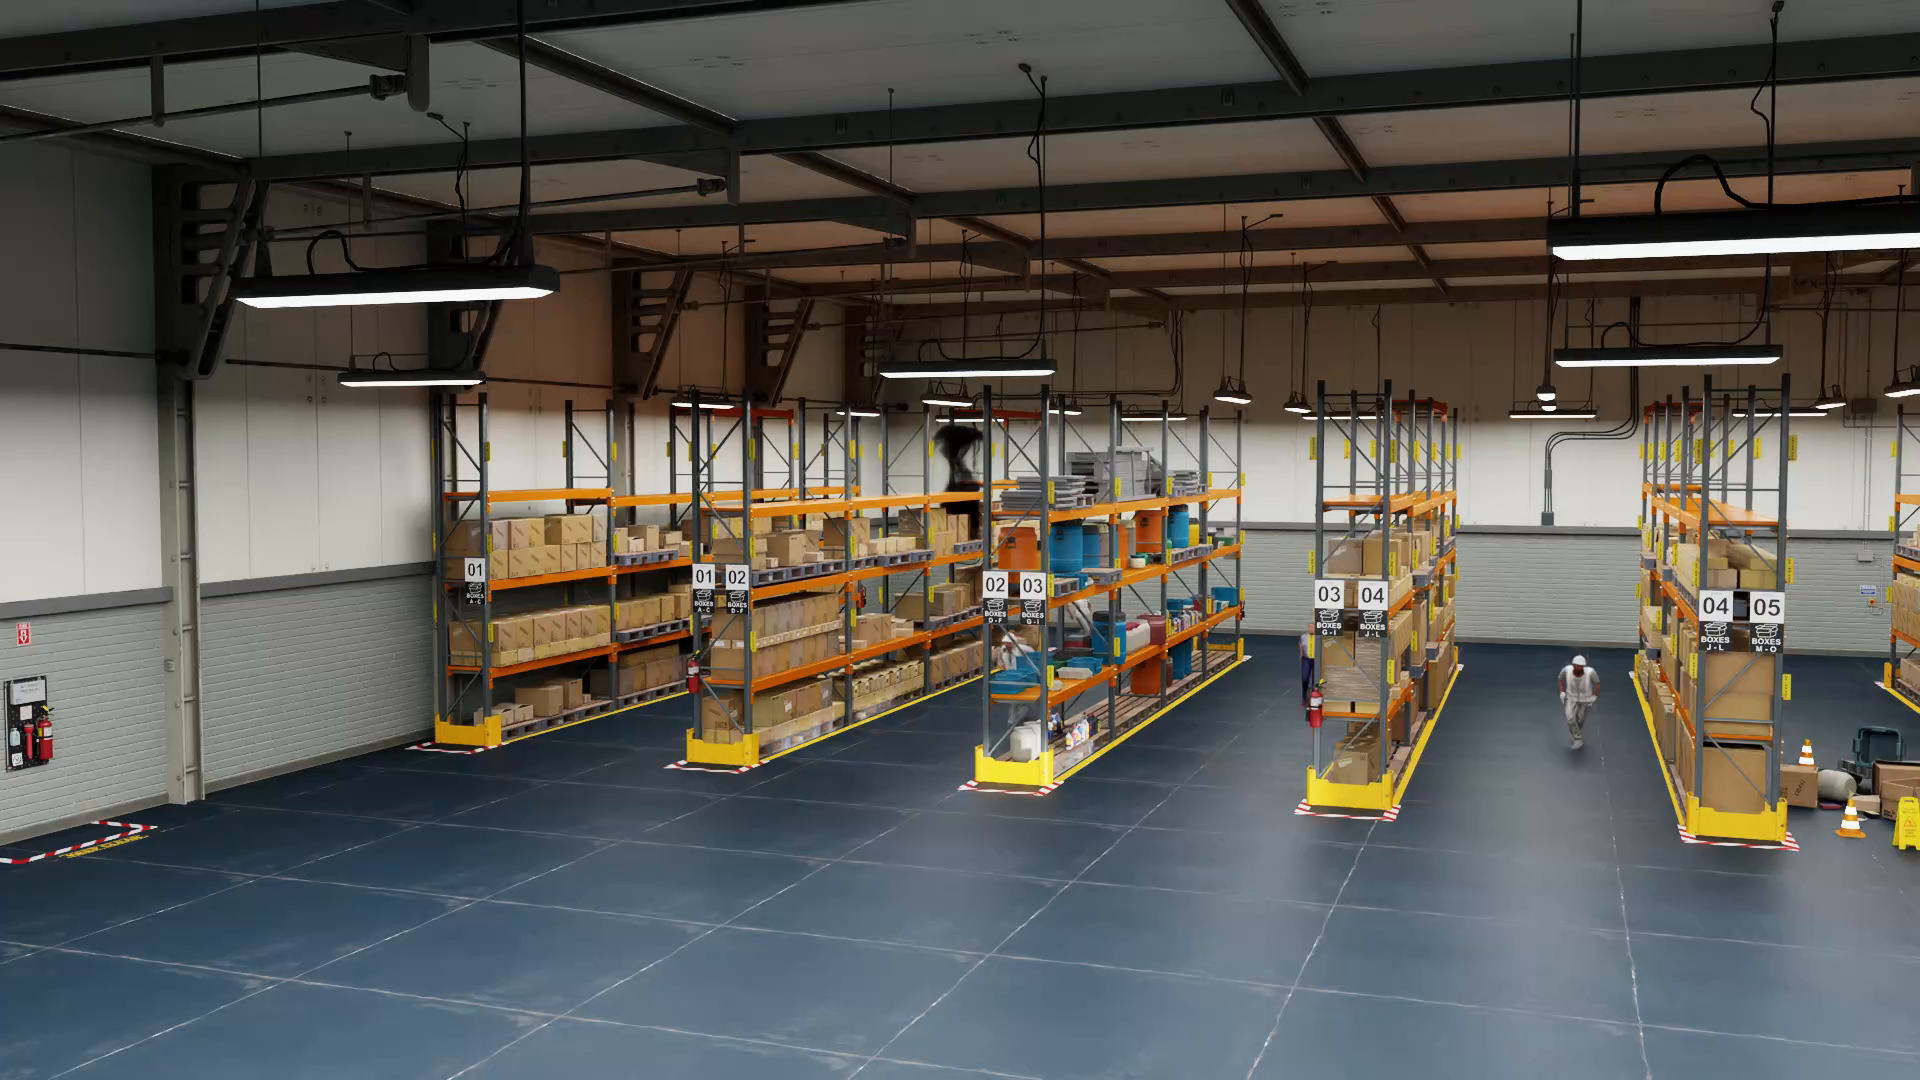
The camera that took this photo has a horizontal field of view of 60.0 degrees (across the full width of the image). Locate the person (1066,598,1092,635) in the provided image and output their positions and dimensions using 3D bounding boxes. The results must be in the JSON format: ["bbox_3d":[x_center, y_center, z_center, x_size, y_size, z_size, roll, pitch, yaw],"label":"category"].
[{"bbox_3d":[3.119,1.926,41.799,0.887,1.650,0.620,3,4,44],"label":"person"}]

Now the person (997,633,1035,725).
[{"bbox_3d":[1.069,2.549,30.801,0.699,1.731,1.028,2,3,26],"label":"person"}]

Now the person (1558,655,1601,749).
[{"bbox_3d":[10.487,2.716,28.178,0.687,1.611,1.080,1,3,21],"label":"person"}]

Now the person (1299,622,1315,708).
[{"bbox_3d":[6.929,2.458,32.633,0.584,1.705,0.722,1,3,20],"label":"person"}]
